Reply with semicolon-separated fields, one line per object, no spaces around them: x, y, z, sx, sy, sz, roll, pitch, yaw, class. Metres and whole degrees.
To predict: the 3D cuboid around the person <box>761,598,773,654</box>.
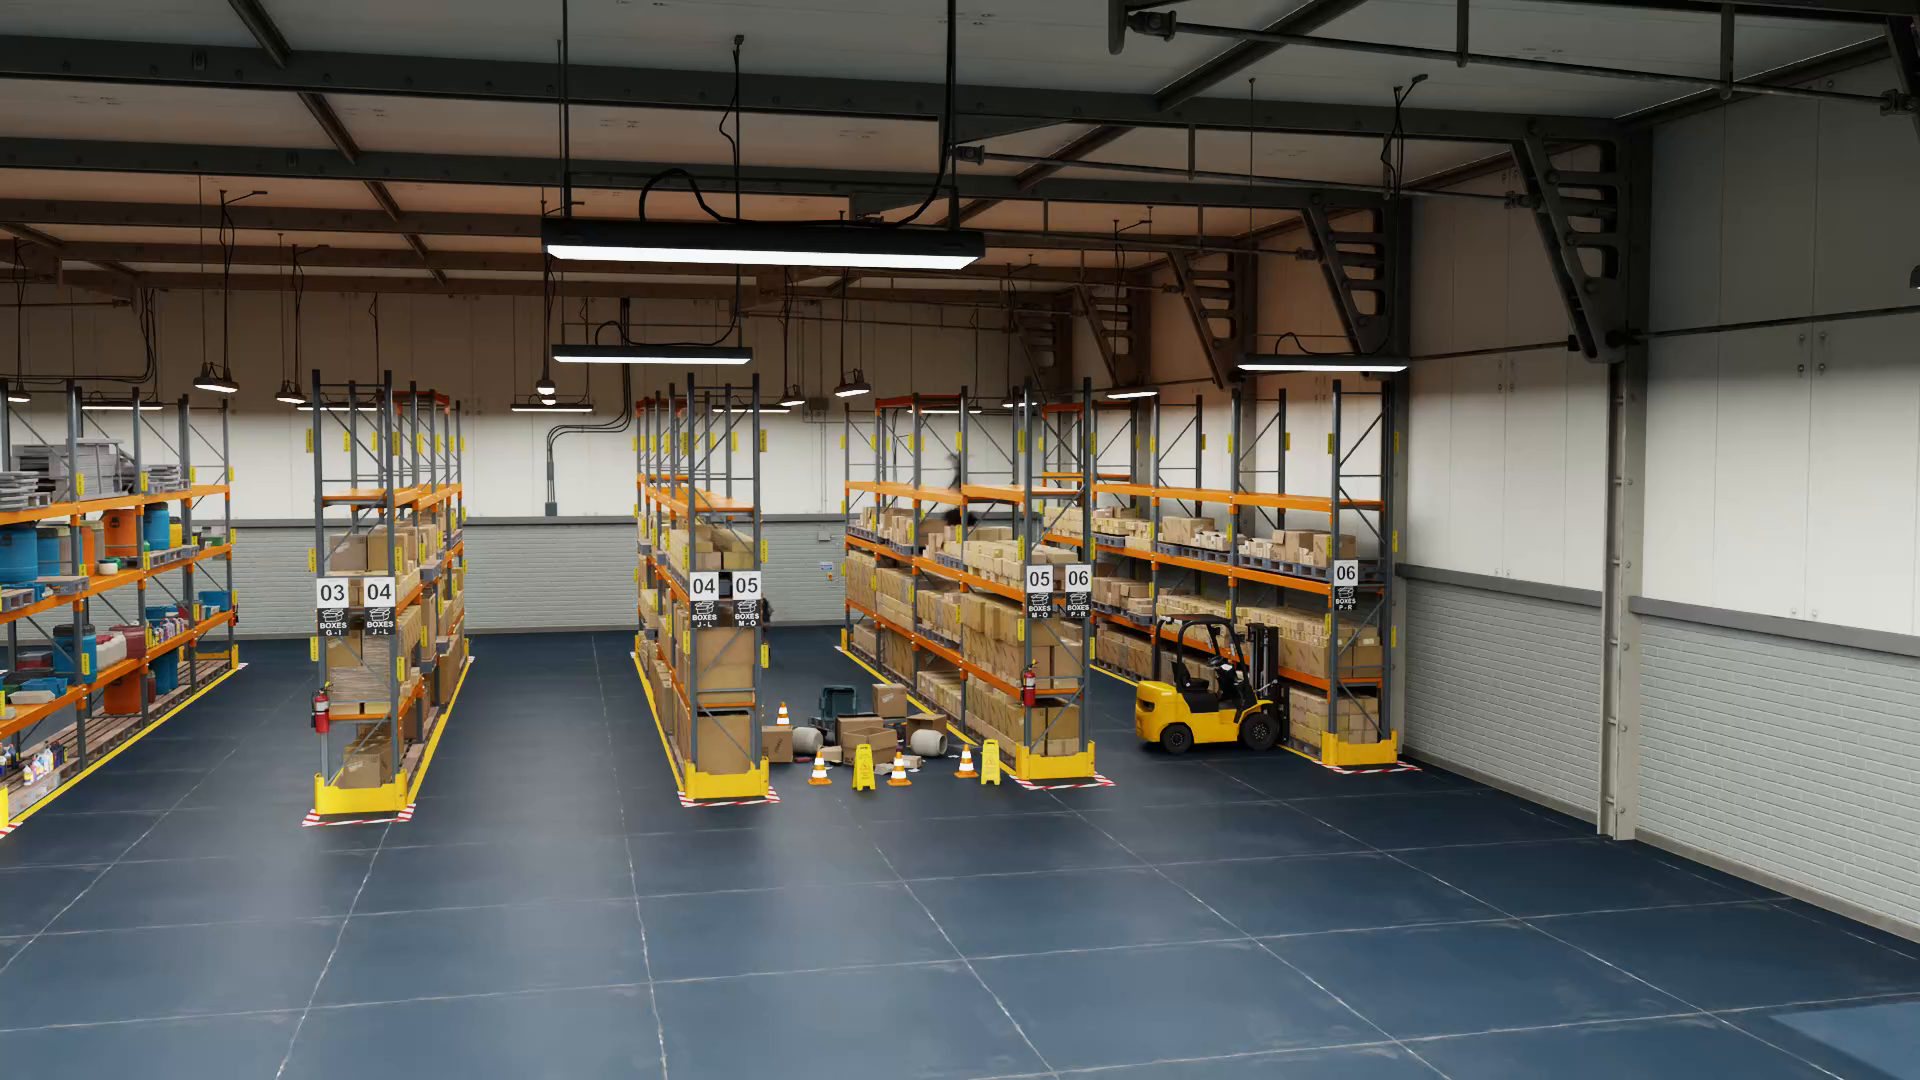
-4.543;1.976;38.260;0.636;1.671;0.809;-2;4;-32;person
